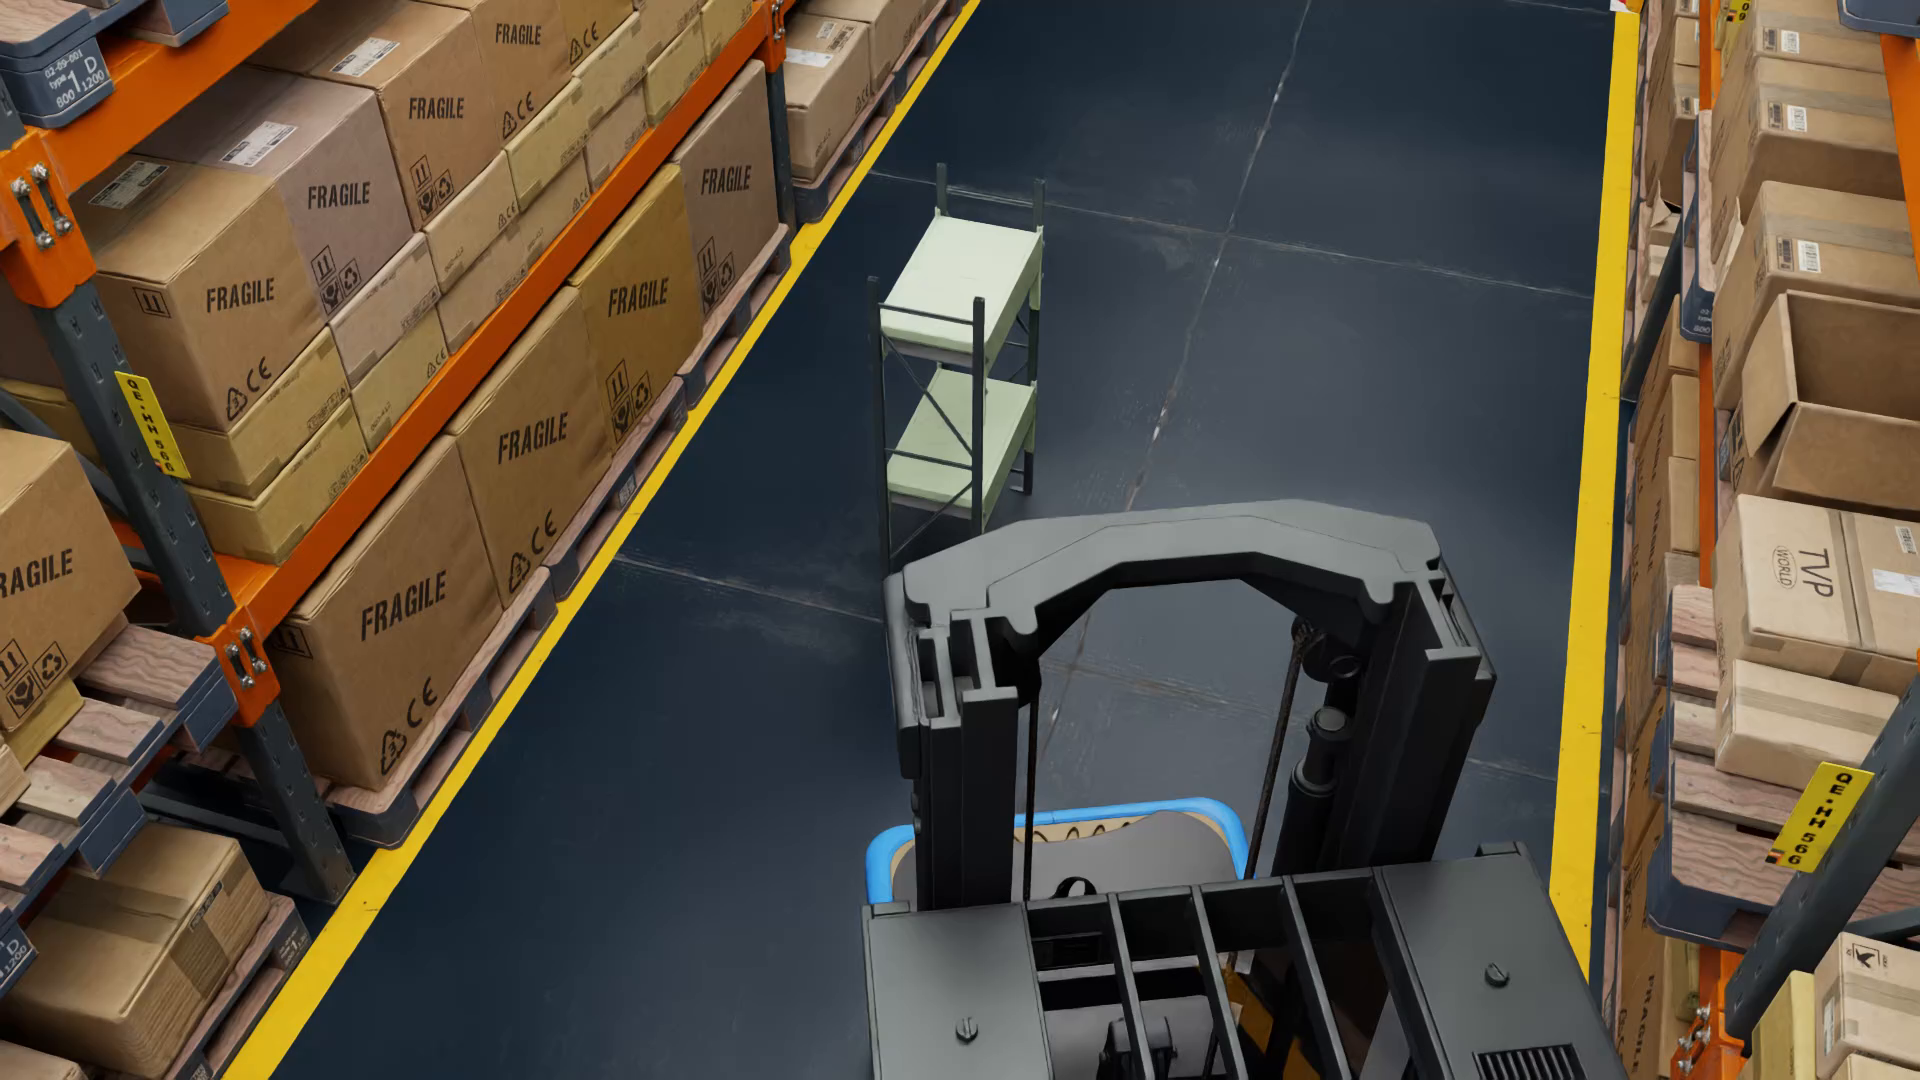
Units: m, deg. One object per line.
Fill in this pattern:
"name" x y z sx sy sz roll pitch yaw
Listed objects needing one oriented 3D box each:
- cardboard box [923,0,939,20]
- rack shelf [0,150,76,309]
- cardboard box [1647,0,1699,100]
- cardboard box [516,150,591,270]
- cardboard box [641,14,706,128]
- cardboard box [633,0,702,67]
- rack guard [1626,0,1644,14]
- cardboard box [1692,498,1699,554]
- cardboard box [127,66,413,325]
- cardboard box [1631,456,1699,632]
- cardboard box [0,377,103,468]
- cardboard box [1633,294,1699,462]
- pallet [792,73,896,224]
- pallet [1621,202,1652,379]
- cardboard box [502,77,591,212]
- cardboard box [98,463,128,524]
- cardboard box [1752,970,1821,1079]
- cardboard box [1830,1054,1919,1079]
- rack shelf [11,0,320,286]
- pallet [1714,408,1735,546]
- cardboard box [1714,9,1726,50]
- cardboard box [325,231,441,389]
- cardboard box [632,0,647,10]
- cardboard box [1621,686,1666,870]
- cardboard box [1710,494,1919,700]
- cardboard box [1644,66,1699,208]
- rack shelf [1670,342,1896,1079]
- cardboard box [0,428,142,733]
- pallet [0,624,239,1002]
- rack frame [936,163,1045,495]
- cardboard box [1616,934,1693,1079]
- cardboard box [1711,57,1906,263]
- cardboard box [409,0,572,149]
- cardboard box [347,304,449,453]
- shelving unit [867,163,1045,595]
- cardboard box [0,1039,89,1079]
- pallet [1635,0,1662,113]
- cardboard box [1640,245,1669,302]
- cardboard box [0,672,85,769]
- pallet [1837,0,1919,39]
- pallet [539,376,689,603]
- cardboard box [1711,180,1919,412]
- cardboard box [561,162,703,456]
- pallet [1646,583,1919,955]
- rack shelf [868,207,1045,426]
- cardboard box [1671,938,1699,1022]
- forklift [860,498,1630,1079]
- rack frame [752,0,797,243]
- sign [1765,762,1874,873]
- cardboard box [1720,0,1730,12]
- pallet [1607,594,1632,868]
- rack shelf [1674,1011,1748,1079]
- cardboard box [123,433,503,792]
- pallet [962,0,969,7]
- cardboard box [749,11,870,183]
"cardboard box" -0.473 -3.498 9.712 0.875 0.438 0.875 14 46 14
"rack shelf" -3.127 0.514 2.450 1.077 0.370 4.000 13 46 13
"cardboard box" 4.061 -2.596 8.745 0.700 0.500 0.500 14 46 14
"cardboard box" -1.685 -1.248 5.988 0.500 0.250 0.500 13 46 13
"cardboard box" -1.361 -1.926 6.680 0.500 0.250 0.500 12 46 12
"cardboard box" -1.356 -2.116 6.517 0.500 0.250 0.500 14 46 13
"rack guard" 4.610 -3.344 9.810 1.175 0.500 0.348 13 46 13
"cardboard box" 2.723 -0.044 5.674 0.380 0.149 0.250 14 46 14
"cardboard box" -1.998 -1.007 4.848 0.500 0.500 0.500 13 46 13
"cardboard box" 2.753 0.085 6.006 0.500 0.500 0.500 11 45 11
"cardboard box" -2.617 -0.506 4.872 0.500 0.250 0.500 12 46 12
"cardboard box" 3.060 -0.604 6.709 0.500 0.500 0.500 14 46 14
"pallet" -1.006 -2.164 8.811 1.003 0.211 1.213 13 46 13
"pallet" 3.630 -1.083 7.706 1.003 0.211 1.213 13 46 13
"cardboard box" -1.646 -1.424 5.811 0.500 0.250 0.500 13 46 13
"cardboard box" -2.616 -0.343 5.063 0.500 0.250 0.500 11 45 11
"cardboard box" 1.819 1.158 3.172 0.500 0.250 0.500 12 46 12
"cardboard box" 1.753 1.105 2.941 0.380 0.149 0.250 13 46 13
"rack shelf" -1.916 -2.153 5.175 1.077 0.370 4.000 13 46 13
"pallet" 2.795 -0.184 4.931 1.003 0.211 1.213 13 46 13
"cardboard box" 3.391 -2.155 6.987 0.380 0.149 0.250 14 46 14
"cardboard box" -1.975 -0.759 5.131 0.500 0.250 0.500 14 46 13
"cardboard box" -1.356 -2.366 6.237 0.500 0.500 0.500 13 46 13
"cardboard box" 2.451 0.779 5.296 0.500 0.500 0.500 14 46 14
"cardboard box" 2.221 0.176 4.232 0.500 0.250 0.500 11 45 11
"cardboard box" 3.747 -1.904 8.038 0.700 0.500 0.500 11 45 11
"rack shelf" 2.816 -0.032 5.152 1.077 0.370 4.000 13 46 13
"cardboard box" -2.394 0.065 3.954 0.500 0.500 0.500 11 46 11
"pallet" -2.636 0.562 4.169 1.213 0.211 1.003 13 46 13
"rack frame" 0.109 -0.776 6.470 0.400 1.500 0.023 13 46 12
"cardboard box" 2.133 1.460 4.600 0.500 0.500 0.500 14 46 14
"cardboard box" 2.905 -1.187 5.447 0.700 0.500 0.500 13 46 13
"cardboard box" -1.671 -1.684 5.540 0.500 0.500 0.500 13 46 13
"cardboard box" -1.995 -0.570 5.295 0.500 0.250 0.500 11 46 11
"shelving unit" -0.002 -0.532 6.221 0.431 1.500 0.755 13 46 12
"cardboard box" -2.918 1.653 4.495 0.950 0.372 0.625 12 46 12
"pallet" 4.369 -2.709 9.368 1.003 0.211 1.213 13 46 13
"cardboard box" 3.310 -1.187 7.556 0.380 0.149 0.250 11 45 11
"cardboard box" -2.409 0.398 4.078 0.380 0.149 0.250 13 46 13
"pallet" 2.846 -1.515 4.143 1.213 0.211 1.003 13 46 13
"pallet" -1.840 -0.328 6.934 1.003 0.211 1.213 13 46 13
"cardboard box" 2.667 -0.664 4.912 0.700 0.500 0.500 12 46 12
"cardboard box" -1.688 -1.027 6.874 0.875 0.875 0.875 14 46 14
"pallet" 2.348 0.646 4.082 1.213 0.211 1.003 13 46 13
"rack shelf" -0.002 -0.811 5.948 0.431 0.370 0.720 13 46 12
"cardboard box" 2.118 1.173 4.430 0.380 0.149 0.250 10 45 11
"forklift" 0.415 1.475 3.147 1.130 2.935 3.031 -5 45 -5
"rack frame" -1.310 -2.671 7.335 1.000 3.000 0.127 13 46 13
"sign" 1.690 0.550 3.272 0.100 0.325 0.005 13 46 13
"cardboard box" 3.481 -2.403 6.955 0.500 0.250 0.500 13 46 13
"pallet" 2.843 0.741 5.842 1.003 0.211 1.213 13 46 13
"rack shelf" 1.604 2.635 2.427 1.077 0.370 4.000 13 46 13
"cardboard box" -2.233 0.162 5.659 0.875 0.875 0.875 12 46 12
"pallet" -0.267 -3.791 10.473 1.003 0.211 1.213 13 46 13
"cardboard box" -1.018 -2.301 8.488 0.875 0.438 0.875 12 46 12
